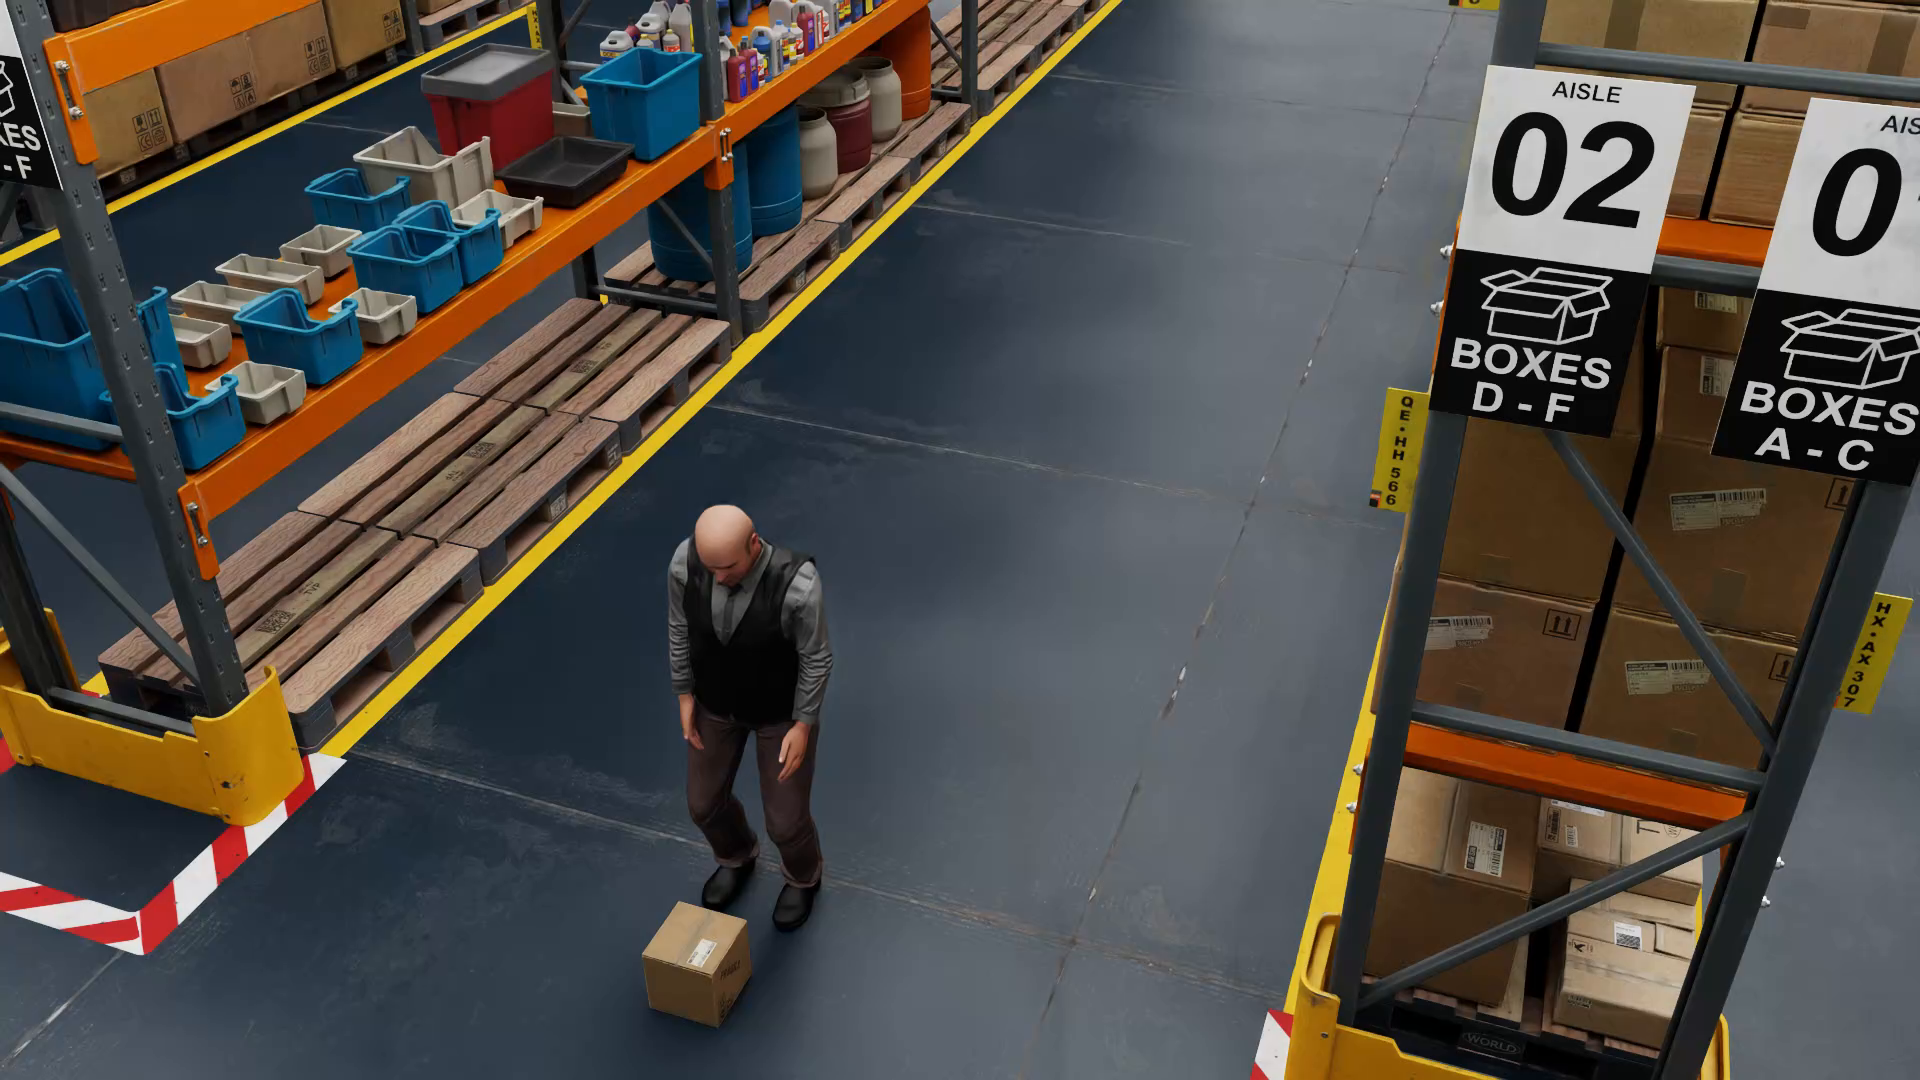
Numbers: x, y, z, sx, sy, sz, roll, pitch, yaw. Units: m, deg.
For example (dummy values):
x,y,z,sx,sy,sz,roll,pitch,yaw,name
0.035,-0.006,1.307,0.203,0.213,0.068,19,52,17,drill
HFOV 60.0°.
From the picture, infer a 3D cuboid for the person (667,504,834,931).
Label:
x,y,z,sx,sy,sz,roll,pitch,yaw,name
-0.655,0.544,5.393,0.563,1.658,0.447,12,35,18,person
